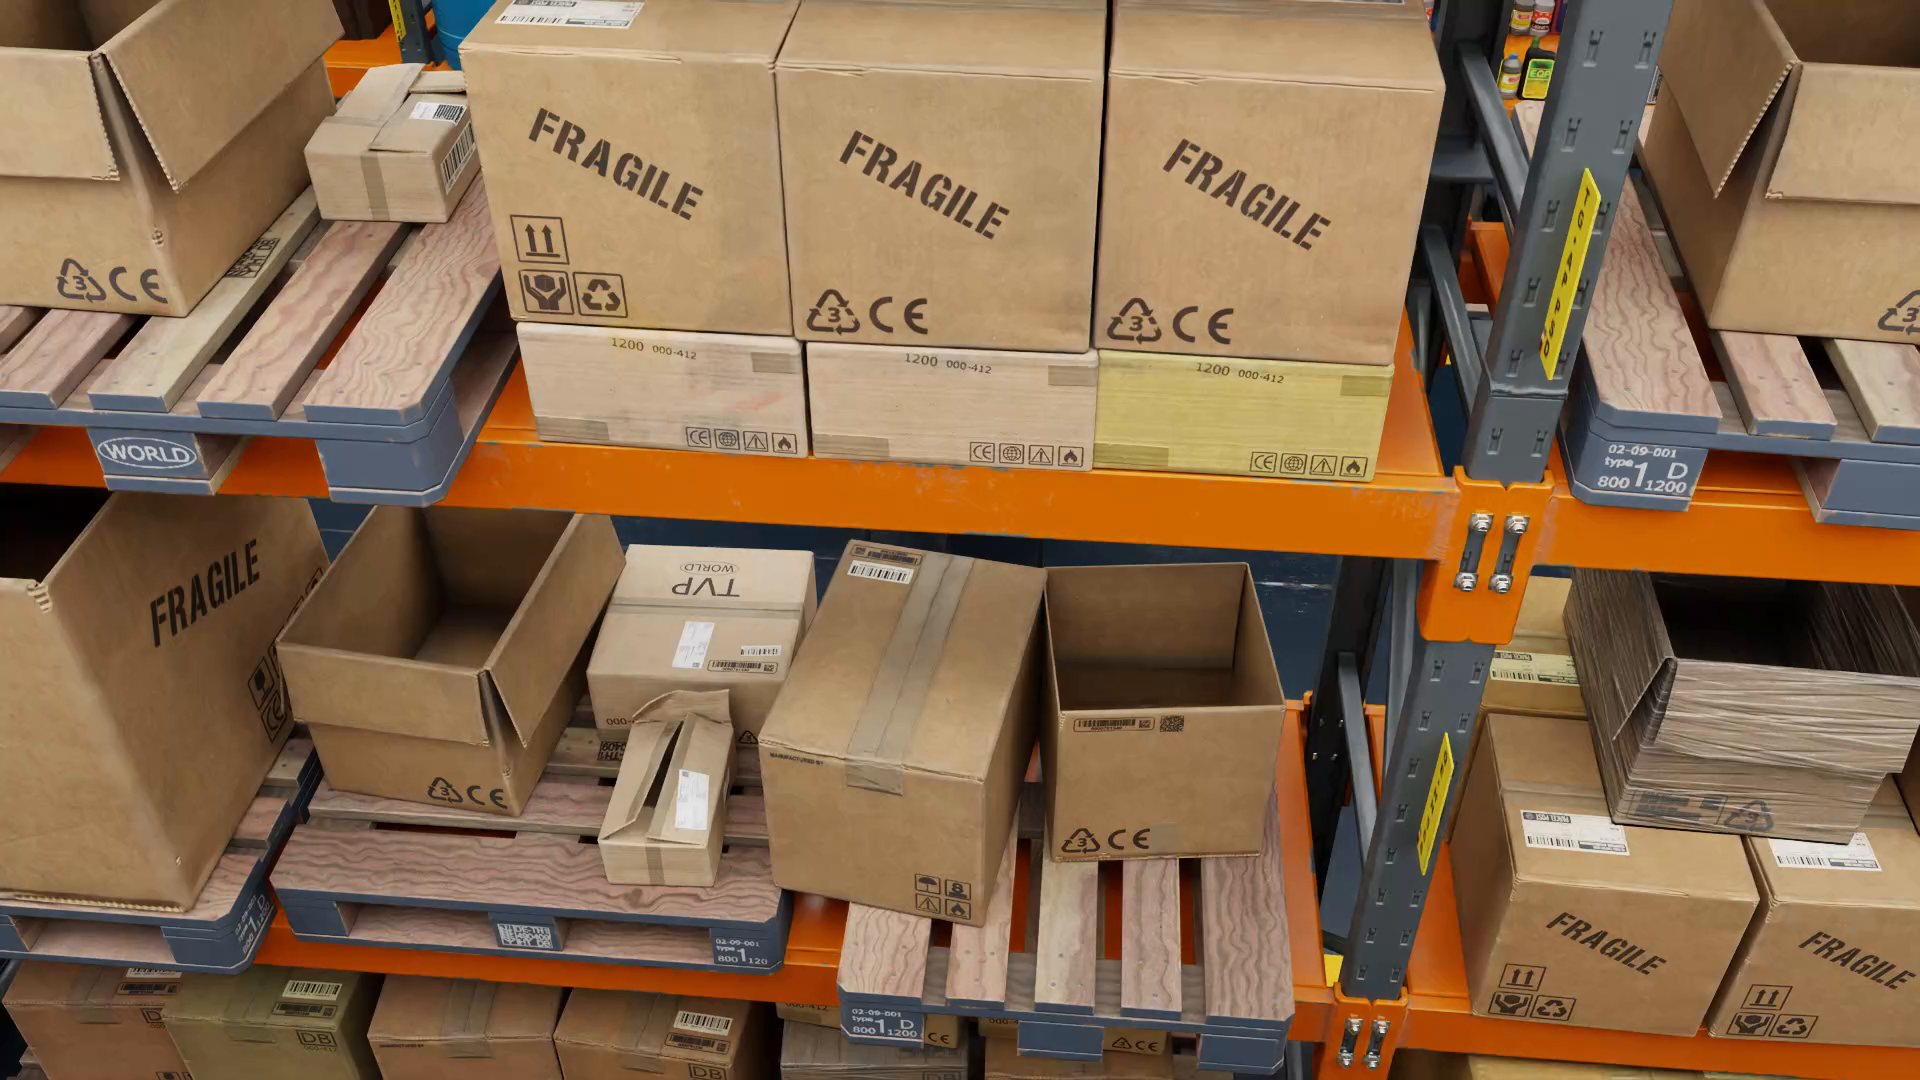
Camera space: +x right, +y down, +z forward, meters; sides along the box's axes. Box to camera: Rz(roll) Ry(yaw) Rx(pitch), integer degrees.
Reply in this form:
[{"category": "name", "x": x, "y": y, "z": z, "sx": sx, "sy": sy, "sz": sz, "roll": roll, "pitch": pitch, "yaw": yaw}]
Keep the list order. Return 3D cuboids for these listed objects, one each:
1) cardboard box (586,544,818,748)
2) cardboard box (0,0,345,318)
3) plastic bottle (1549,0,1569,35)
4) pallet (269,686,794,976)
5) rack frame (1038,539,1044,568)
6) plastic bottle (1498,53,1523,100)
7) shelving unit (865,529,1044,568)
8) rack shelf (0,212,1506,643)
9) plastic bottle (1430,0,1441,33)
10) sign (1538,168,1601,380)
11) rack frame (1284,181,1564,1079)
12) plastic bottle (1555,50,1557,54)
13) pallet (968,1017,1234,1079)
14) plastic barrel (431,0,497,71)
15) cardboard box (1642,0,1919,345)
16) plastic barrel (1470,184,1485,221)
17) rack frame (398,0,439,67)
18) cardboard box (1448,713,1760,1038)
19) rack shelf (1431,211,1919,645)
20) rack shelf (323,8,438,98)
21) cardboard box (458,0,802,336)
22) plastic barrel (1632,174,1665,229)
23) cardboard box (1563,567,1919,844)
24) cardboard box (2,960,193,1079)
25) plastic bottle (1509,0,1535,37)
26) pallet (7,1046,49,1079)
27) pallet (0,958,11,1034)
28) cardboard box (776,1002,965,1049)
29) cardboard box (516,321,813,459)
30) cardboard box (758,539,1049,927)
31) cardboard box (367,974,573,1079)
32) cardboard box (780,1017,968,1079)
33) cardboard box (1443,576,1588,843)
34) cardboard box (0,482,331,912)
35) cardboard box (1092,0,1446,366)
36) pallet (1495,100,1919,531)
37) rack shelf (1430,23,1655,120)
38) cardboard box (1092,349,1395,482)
[{"category": "cardboard box", "x": -0.654, "y": 0.271, "z": 4.327, "sx": 0.500, "sy": 0.250, "sz": 0.500, "roll": 2, "pitch": 39, "yaw": 3}, {"category": "cardboard box", "x": -1.590, "y": -0.834, "z": 3.108, "sx": 0.637, "sy": 0.503, "sz": 0.797, "roll": 5, "pitch": 39, "yaw": 6}, {"category": "plastic bottle", "x": 3.002, "y": -2.642, "z": 8.212, "sx": 0.133, "sy": 0.283, "sz": 0.061, "roll": 3, "pitch": 39, "yaw": 4}, {"category": "pallet", "x": -0.979, "y": 0.604, "z": 4.284, "sx": 1.213, "sy": 0.211, "sz": 1.003, "roll": 3, "pitch": 39, "yaw": 4}, {"category": "rack frame", "x": 0.358, "y": -0.562, "z": 6.752, "sx": 0.023, "sy": 1.500, "sz": 0.400, "roll": 3, "pitch": 39, "yaw": 4}, {"category": "plastic bottle", "x": 2.534, "y": -2.144, "z": 7.665, "sx": 0.097, "sy": 0.201, "sz": 0.097, "roll": 0, "pitch": 39, "yaw": 0}, {"category": "shelving unit", "x": -0.007, "y": -0.582, "z": 6.777, "sx": 0.755, "sy": 1.500, "sz": 0.431, "roll": 3, "pitch": 39, "yaw": 4}, {"category": "rack shelf", "x": -0.996, "y": -0.382, "z": 3.537, "sx": 4.000, "sy": 0.370, "sz": 1.077, "roll": 3, "pitch": 39, "yaw": 4}, {"category": "plastic bottle", "x": 2.401, "y": -2.659, "z": 8.242, "sx": 0.097, "sy": 0.271, "sz": 0.097, "roll": 0, "pitch": 39, "yaw": 0}, {"category": "sign", "x": 0.947, "y": -0.411, "z": 2.593, "sx": 0.005, "sy": 0.325, "sz": 0.100, "roll": 3, "pitch": 39, "yaw": 4}, {"category": "rack frame", "x": 0.996, "y": 0.612, "z": 4.123, "sx": 0.127, "sy": 3.000, "sz": 1.000, "roll": 3, "pitch": 39, "yaw": 4}, {"category": "plastic bottle", "x": 2.764, "y": -2.158, "z": 7.627, "sx": 0.097, "sy": 0.271, "sz": 0.097, "roll": 0, "pitch": 39, "yaw": 0}, {"category": "pallet", "x": 0.218, "y": 1.650, "z": 5.056, "sx": 1.213, "sy": 0.211, "sz": 1.003, "roll": 3, "pitch": 39, "yaw": 4}, {"category": "plastic barrel", "x": -2.203, "y": -2.704, "z": 7.799, "sx": 0.708, "sy": 0.901, "sz": 0.600, "roll": 3, "pitch": 39, "yaw": 4}, {"category": "cardboard box", "x": 1.610, "y": -0.767, "z": 3.025, "sx": 0.637, "sy": 0.503, "sz": 0.797, "roll": 5, "pitch": 39, "yaw": 6}, {"category": "plastic barrel", "x": 2.483, "y": -1.711, "z": 8.614, "sx": 0.421, "sy": 0.512, "sz": 0.421, "roll": 0, "pitch": 39, "yaw": 0}, {"category": "rack frame", "x": -2.561, "y": -2.721, "z": 8.217, "sx": 0.127, "sy": 3.000, "sz": 1.000, "roll": 3, "pitch": 39, "yaw": 4}, {"category": "cardboard box", "x": 1.457, "y": 0.770, "z": 3.848, "sx": 0.500, "sy": 0.500, "sz": 0.500, "roll": 4, "pitch": 39, "yaw": 5}, {"category": "rack shelf", "x": 2.989, "y": -0.164, "z": 3.269, "sx": 4.000, "sy": 0.370, "sz": 1.077, "roll": 3, "pitch": 39, "yaw": 4}, {"category": "rack shelf", "x": -4.554, "y": -2.551, "z": 8.578, "sx": 4.000, "sy": 0.370, "sz": 1.077, "roll": 3, "pitch": 39, "yaw": 4}, {"category": "cardboard box", "x": -0.504, "y": -0.711, "z": 2.896, "sx": 0.500, "sy": 0.500, "sz": 0.500, "roll": 4, "pitch": 39, "yaw": 5}, {"category": "plastic barrel", "x": 3.608, "y": -1.650, "z": 8.538, "sx": 0.421, "sy": 0.512, "sz": 0.421, "roll": 0, "pitch": 39, "yaw": 0}, {"category": "cardboard box", "x": 1.723, "y": 0.234, "z": 3.713, "sx": 0.637, "sy": 0.503, "sz": 0.797, "roll": 4, "pitch": 39, "yaw": 5}, {"category": "cardboard box", "x": -2.379, "y": 1.239, "z": 4.983, "sx": 0.500, "sy": 0.500, "sz": 0.700, "roll": 0, "pitch": 39, "yaw": 0}, {"category": "plastic bottle", "x": 2.789, "y": -2.611, "z": 8.238, "sx": 0.097, "sy": 0.201, "sz": 0.097, "roll": 0, "pitch": 39, "yaw": 0}, {"category": "pallet", "x": -2.213, "y": 1.517, "z": 5.220, "sx": 1.213, "sy": 0.211, "sz": 1.003, "roll": 3, "pitch": 39, "yaw": 4}, {"category": "pallet", "x": -3.661, "y": 1.461, "z": 5.288, "sx": 1.213, "sy": 0.211, "sz": 1.003, "roll": 3, "pitch": 39, "yaw": 4}, {"category": "cardboard box", "x": -0.203, "y": 1.079, "z": 4.585, "sx": 0.500, "sy": 0.250, "sz": 0.500, "roll": 7, "pitch": 40, "yaw": 9}, {"category": "cardboard box", "x": -0.494, "y": -0.413, "z": 3.124, "sx": 0.500, "sy": 0.250, "sz": 0.500, "roll": 4, "pitch": 39, "yaw": 5}, {"category": "cardboard box", "x": -0.110, "y": 0.438, "z": 3.924, "sx": 0.500, "sy": 0.500, "sz": 0.700, "roll": 9, "pitch": 40, "yaw": 10}, {"category": "cardboard box", "x": -1.348, "y": 1.308, "z": 4.899, "sx": 0.500, "sy": 0.500, "sz": 0.700, "roll": 0, "pitch": 39, "yaw": 0}, {"category": "cardboard box", "x": -0.227, "y": 1.364, "z": 4.829, "sx": 0.500, "sy": 0.500, "sz": 0.700, "roll": 0, "pitch": 39, "yaw": 0}, {"category": "cardboard box", "x": 1.509, "y": 0.444, "z": 4.249, "sx": 0.500, "sy": 0.500, "sz": 0.500, "roll": 4, "pitch": 39, "yaw": 5}, {"category": "cardboard box", "x": -2.209, "y": 0.129, "z": 3.907, "sx": 1.000, "sy": 1.000, "sz": 1.000, "roll": 3, "pitch": 39, "yaw": 4}, {"category": "cardboard box", "x": 0.499, "y": -0.653, "z": 2.825, "sx": 0.500, "sy": 0.500, "sz": 0.500, "roll": 4, "pitch": 39, "yaw": 5}, {"category": "pallet", "x": 1.642, "y": -0.477, "z": 3.233, "sx": 1.003, "sy": 0.211, "sz": 1.213, "roll": 5, "pitch": 39, "yaw": 6}, {"category": "rack shelf", "x": 3.416, "y": -2.116, "z": 8.043, "sx": 4.000, "sy": 0.370, "sz": 1.077, "roll": 3, "pitch": 39, "yaw": 4}, {"category": "cardboard box", "x": 0.502, "y": -0.365, "z": 3.065, "sx": 0.500, "sy": 0.250, "sz": 0.500, "roll": 3, "pitch": 39, "yaw": 4}]
